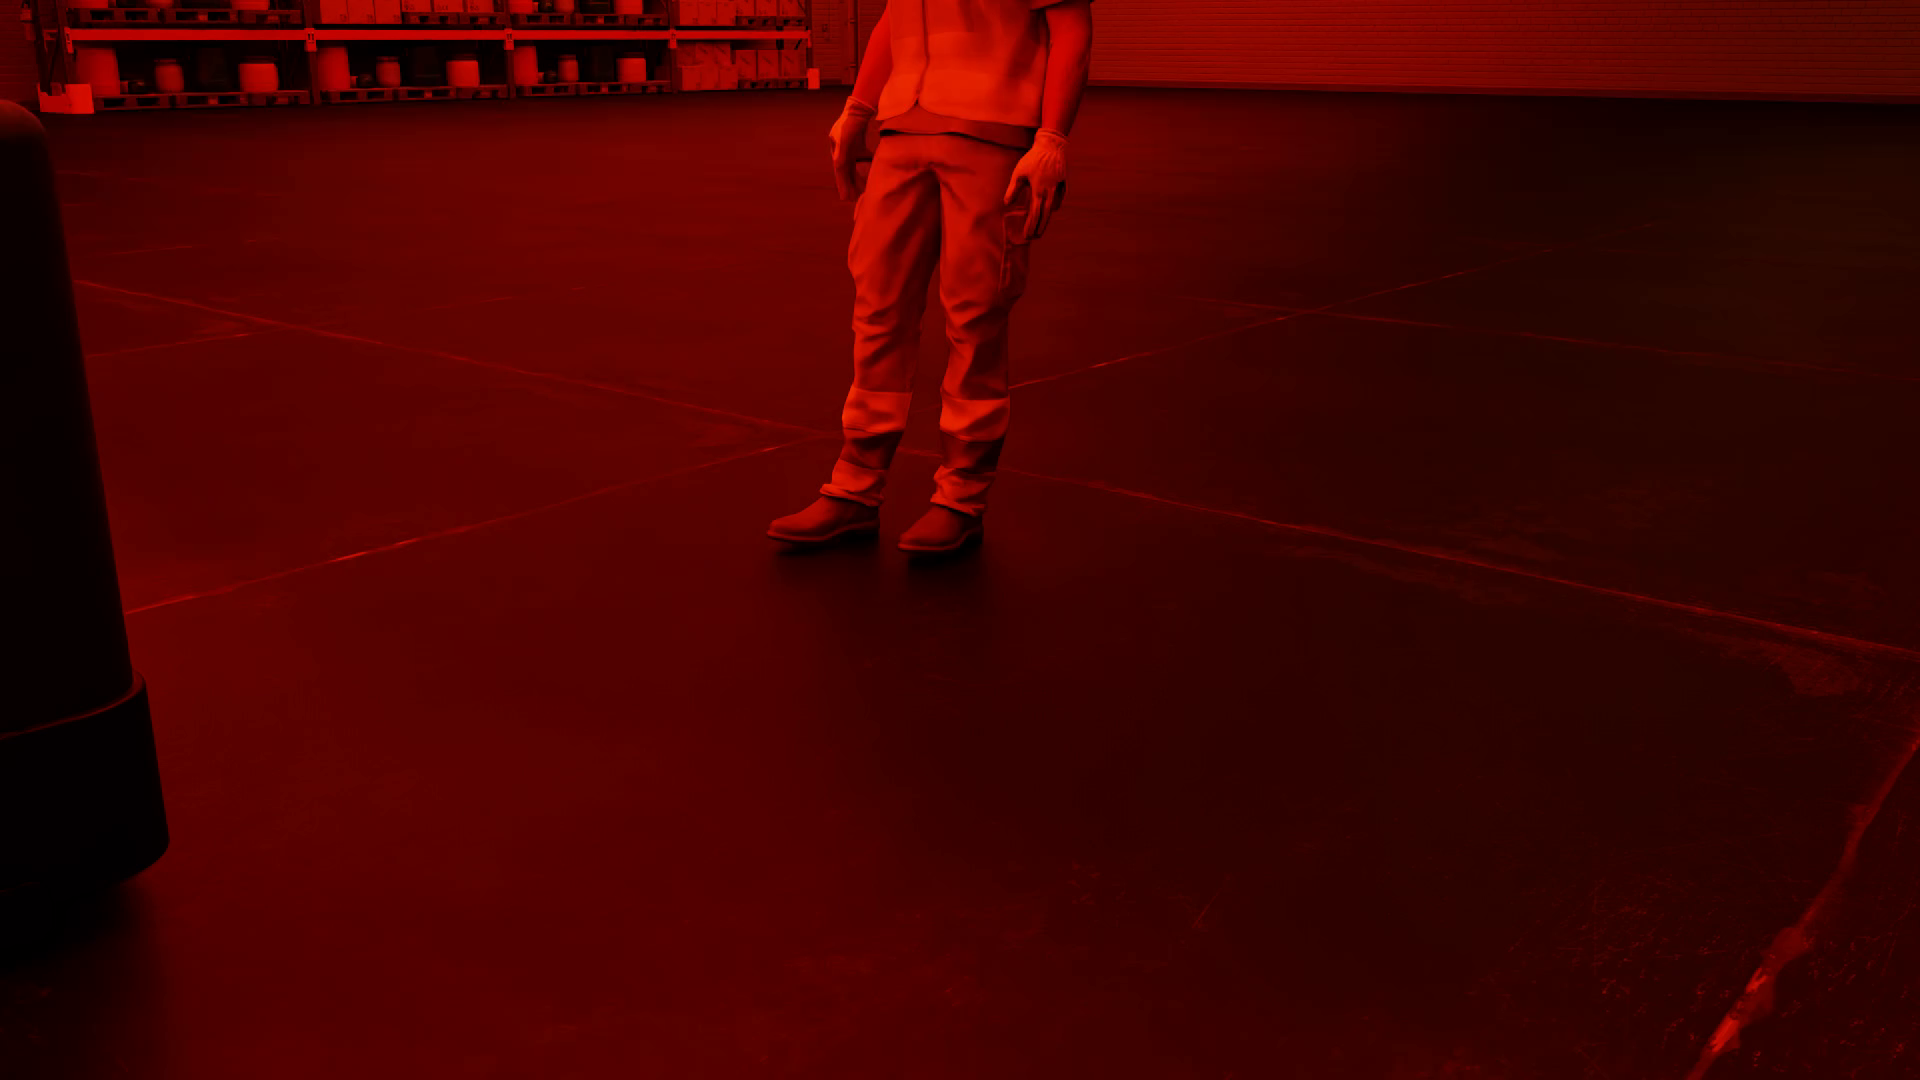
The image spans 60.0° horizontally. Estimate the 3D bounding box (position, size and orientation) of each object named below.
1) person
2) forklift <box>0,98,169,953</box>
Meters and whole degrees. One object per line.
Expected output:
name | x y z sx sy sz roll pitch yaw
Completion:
person | -0.061 -0.848 3.629 0.637 1.787 0.564 13 21 37
forklift | -2.478 -0.693 1.178 1.130 2.935 3.031 16 23 42
